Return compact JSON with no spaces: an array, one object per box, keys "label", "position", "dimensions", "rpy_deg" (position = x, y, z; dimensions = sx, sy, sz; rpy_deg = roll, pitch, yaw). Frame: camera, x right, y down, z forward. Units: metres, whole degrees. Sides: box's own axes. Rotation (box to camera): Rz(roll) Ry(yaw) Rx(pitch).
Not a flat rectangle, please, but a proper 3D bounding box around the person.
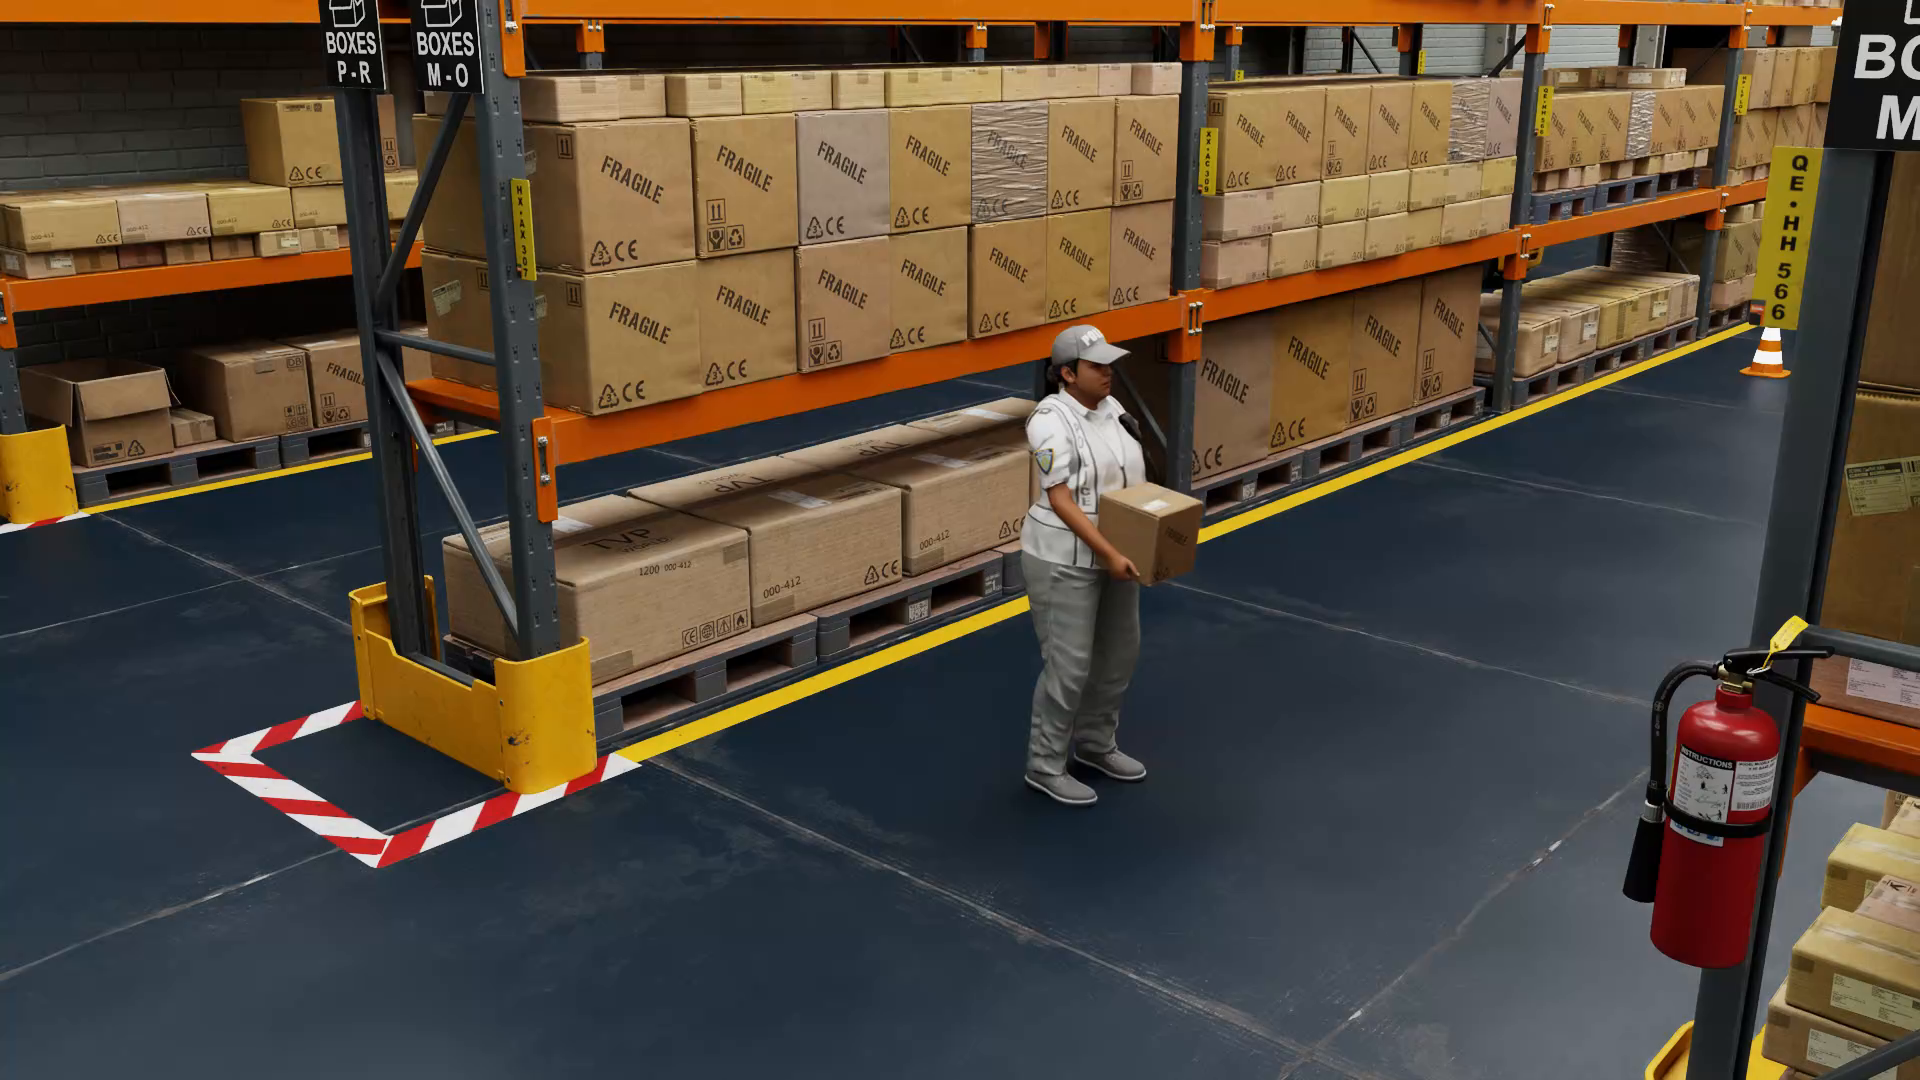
[{"label":"person","position":[0.489,0.093,5.757],"dimensions":[0.535,1.656,0.455],"rpy_deg":[15,23,41]}]
